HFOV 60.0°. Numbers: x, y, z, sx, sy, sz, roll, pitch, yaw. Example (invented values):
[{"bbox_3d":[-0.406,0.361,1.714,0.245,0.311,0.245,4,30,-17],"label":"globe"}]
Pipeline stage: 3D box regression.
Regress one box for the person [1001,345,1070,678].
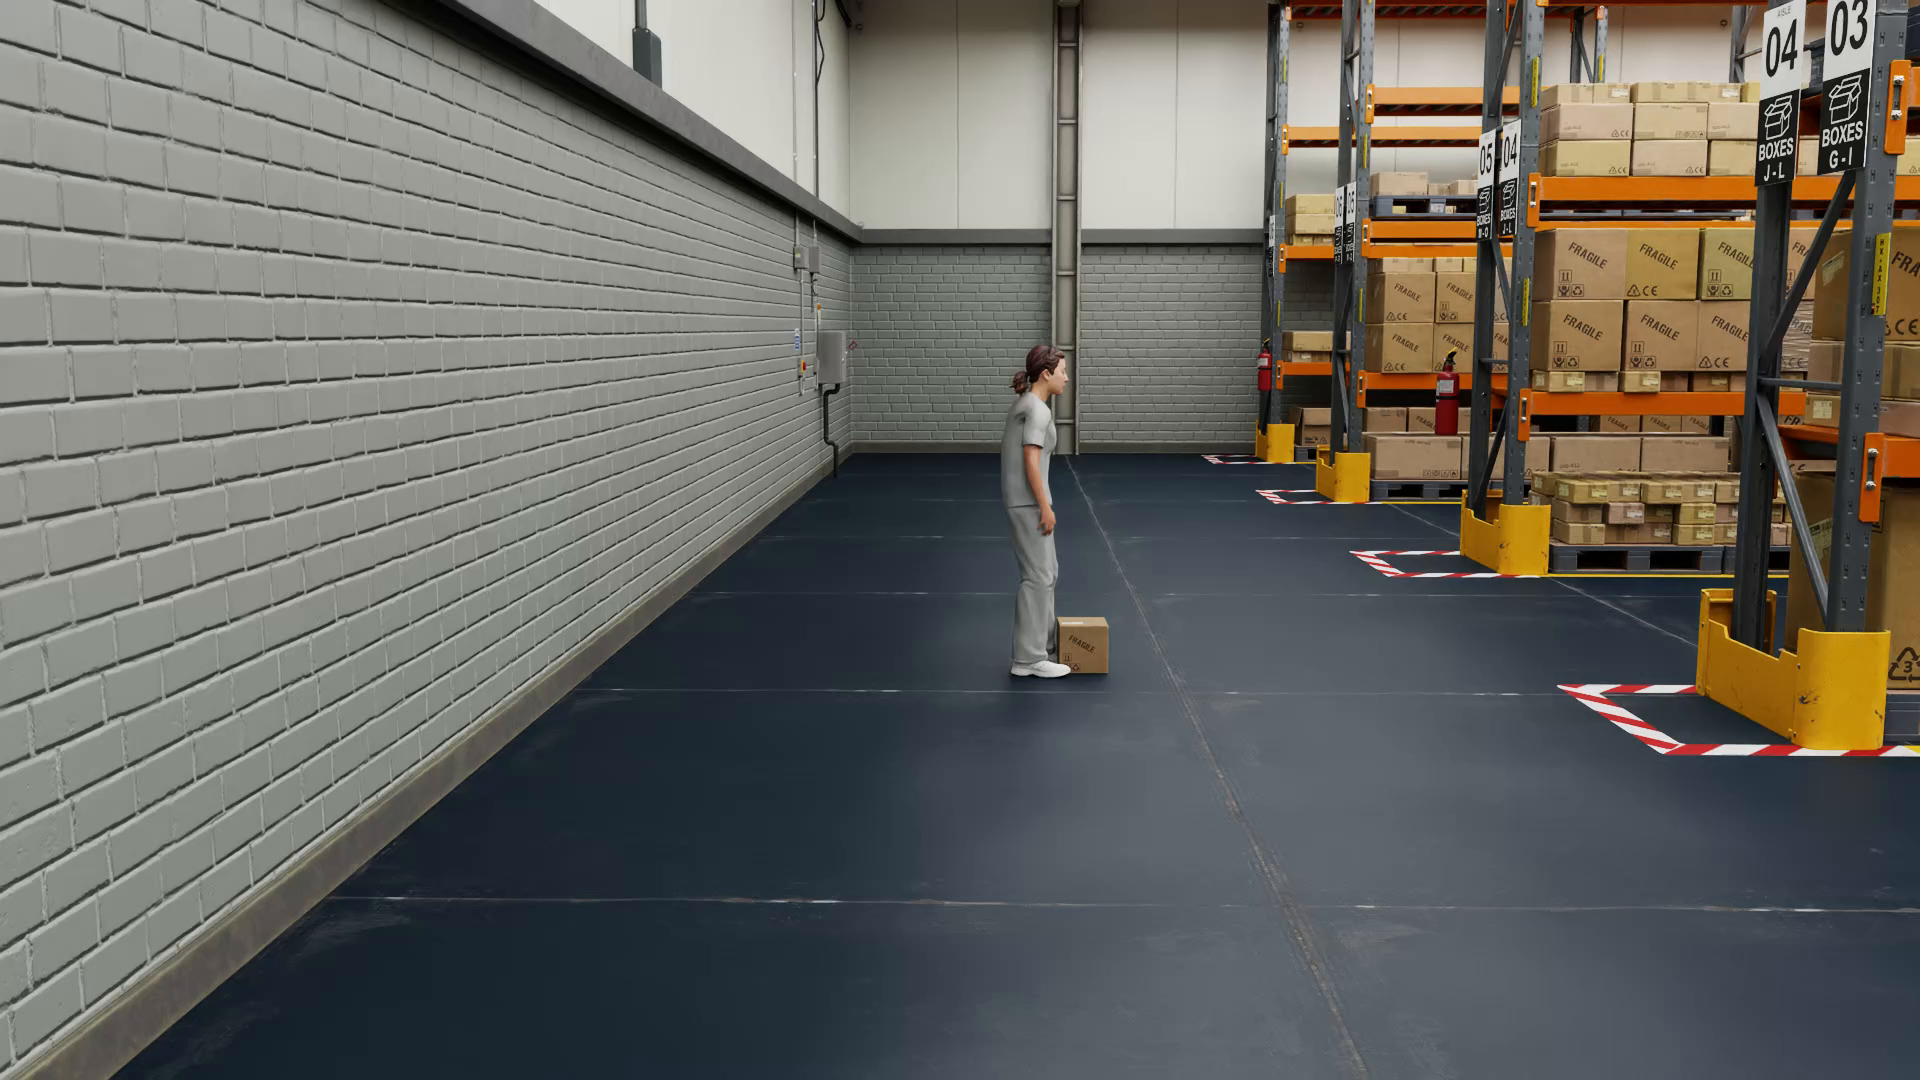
[{"bbox_3d":[0.414,-0.161,8.532,0.407,1.673,0.511,0,7,-1],"label":"person"}]
